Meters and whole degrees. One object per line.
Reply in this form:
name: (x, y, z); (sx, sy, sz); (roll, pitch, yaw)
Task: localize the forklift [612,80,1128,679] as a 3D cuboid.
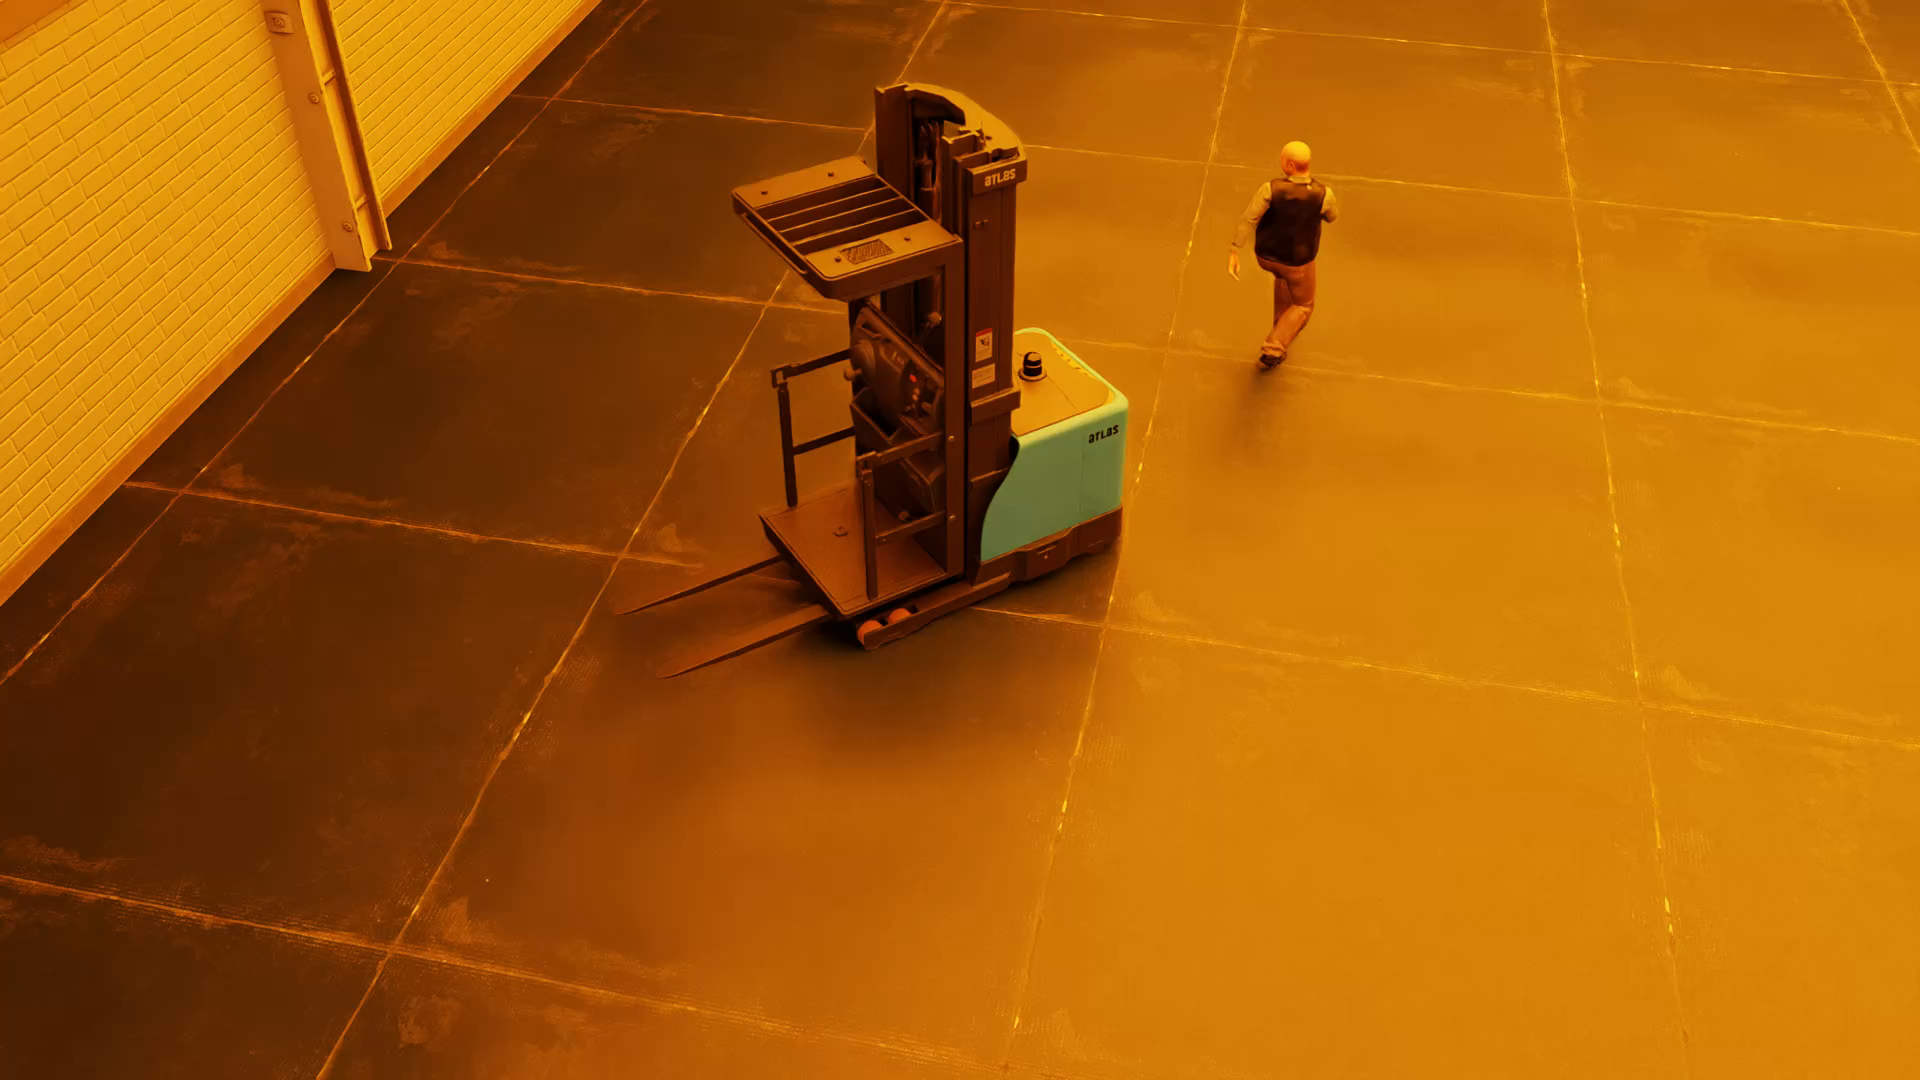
forklift: (-0.528, -0.886, 9.118); (3.031, 2.935, 1.130); (-21, 44, -24)

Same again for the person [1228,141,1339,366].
person: (2.248, -2.001, 11.506); (0.573, 1.638, 0.865); (21, 44, 24)
